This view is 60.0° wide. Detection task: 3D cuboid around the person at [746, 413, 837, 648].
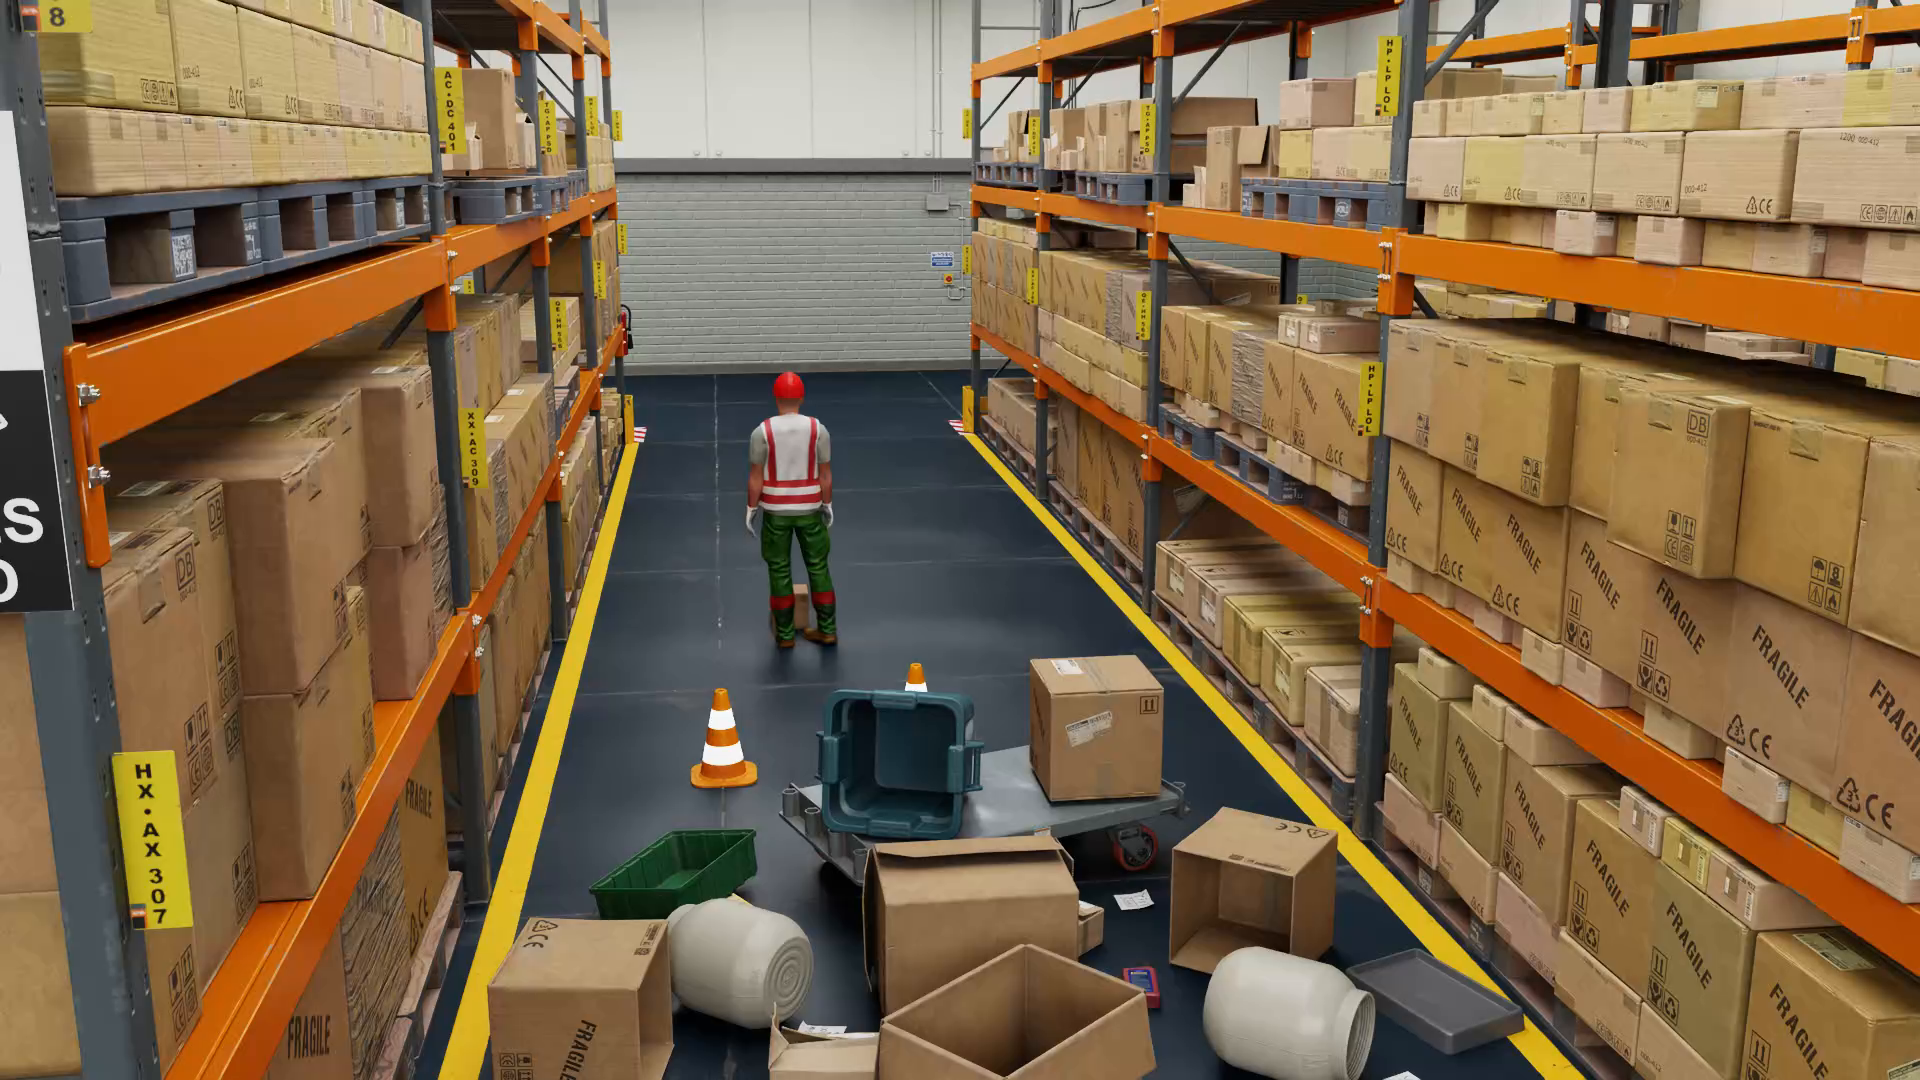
[{"bbox_3d":[-1.100,-0.073,10.765,0.578,1.552,0.370,-3,13,-14],"label":"person"}]
